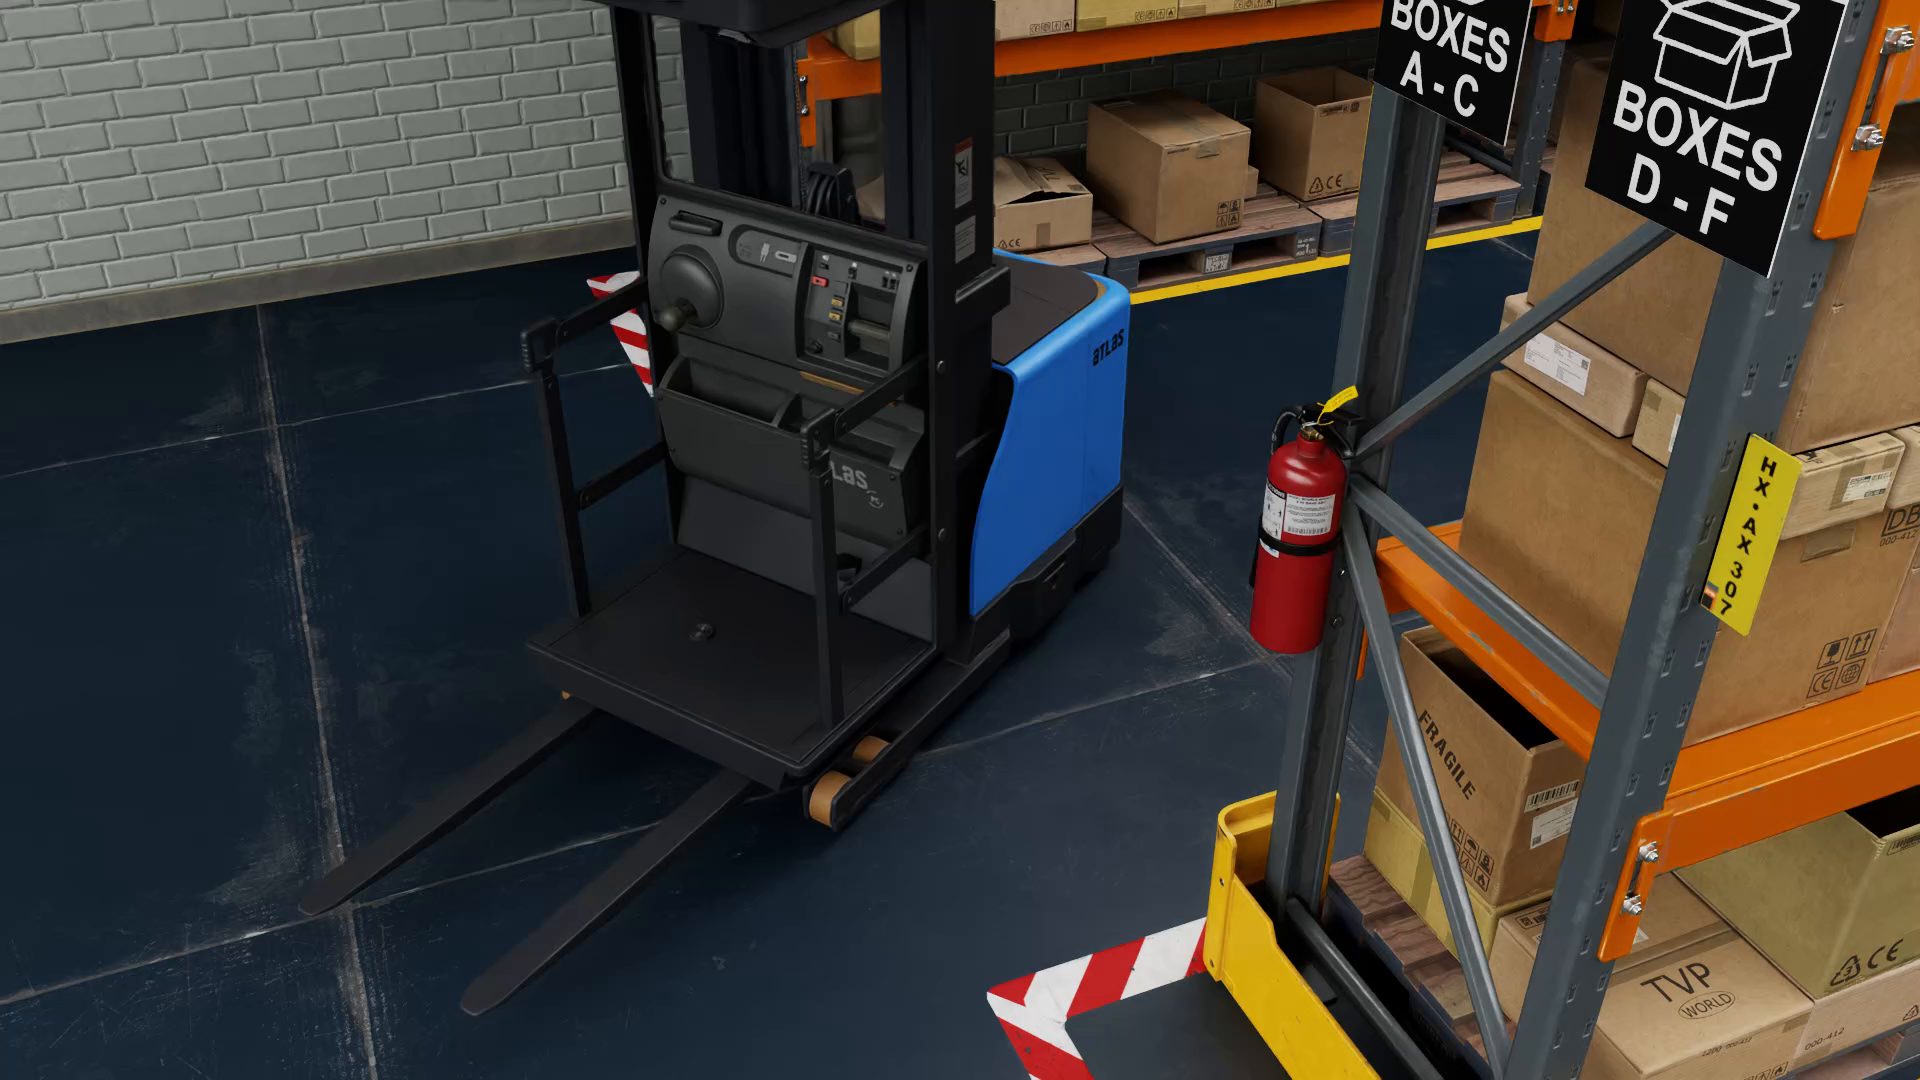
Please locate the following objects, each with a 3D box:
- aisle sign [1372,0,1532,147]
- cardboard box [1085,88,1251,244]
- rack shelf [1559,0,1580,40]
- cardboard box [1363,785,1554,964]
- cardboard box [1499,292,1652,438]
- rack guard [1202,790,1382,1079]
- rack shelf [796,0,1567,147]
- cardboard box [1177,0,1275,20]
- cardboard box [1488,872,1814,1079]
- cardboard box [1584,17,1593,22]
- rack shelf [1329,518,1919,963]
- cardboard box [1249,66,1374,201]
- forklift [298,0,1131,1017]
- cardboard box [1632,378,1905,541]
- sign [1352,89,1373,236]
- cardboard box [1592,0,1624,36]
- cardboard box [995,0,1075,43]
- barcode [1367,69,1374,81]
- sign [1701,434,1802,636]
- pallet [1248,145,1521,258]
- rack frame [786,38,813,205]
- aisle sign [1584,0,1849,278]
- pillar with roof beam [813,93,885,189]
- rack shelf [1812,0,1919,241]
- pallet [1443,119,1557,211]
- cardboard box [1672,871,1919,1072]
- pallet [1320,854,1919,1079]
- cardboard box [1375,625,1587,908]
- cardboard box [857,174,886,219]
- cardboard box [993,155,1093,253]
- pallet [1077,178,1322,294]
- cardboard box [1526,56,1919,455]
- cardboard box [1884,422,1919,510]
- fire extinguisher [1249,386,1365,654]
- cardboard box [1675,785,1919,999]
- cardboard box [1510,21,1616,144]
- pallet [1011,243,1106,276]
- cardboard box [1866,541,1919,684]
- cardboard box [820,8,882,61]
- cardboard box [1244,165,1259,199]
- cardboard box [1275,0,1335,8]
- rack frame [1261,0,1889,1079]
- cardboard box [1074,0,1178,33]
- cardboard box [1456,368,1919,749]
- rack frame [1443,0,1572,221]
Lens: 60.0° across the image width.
[{"bbox_3d":[0.870,-1.113,2.826,0.004,0.787,0.394,-13,35,-19],"label":"aisle sign"},{"bbox_3d":[1.017,-1.867,8.257,0.500,0.500,0.700,-15,36,-22],"label":"cardboard box"},{"bbox_3d":[4.655,-3.345,9.299,4.000,0.370,1.077,-13,35,-19],"label":"rack shelf"},{"bbox_3d":[1.424,0.826,4.367,0.500,0.250,0.500,-13,35,-19],"label":"cardboard box"},{"bbox_3d":[1.323,-0.379,3.396,0.250,0.149,0.380,-13,35,-20],"label":"cardboard box"},{"bbox_3d":[1.022,1.164,4.003,0.348,0.500,1.175,-13,35,-19],"label":"rack guard"},{"bbox_3d":[0.967,-2.500,8.002,4.000,0.370,1.077,-13,35,-19],"label":"rack shelf"},{"bbox_3d":[1.108,-2.595,7.607,0.500,0.250,0.500,-13,35,-19],"label":"cardboard box"},{"bbox_3d":[1.625,1.086,3.967,0.500,0.250,0.500,-13,35,-19],"label":"cardboard box"},{"bbox_3d":[3.940,-2.659,9.474,0.500,0.500,0.700,-14,35,-20],"label":"cardboard box"},{"bbox_3d":[2.888,-0.010,4.174,4.000,0.370,1.077,-13,35,-19],"label":"rack shelf"},{"bbox_3d":[1.870,-2.121,8.648,0.500,0.500,0.500,-16,36,-22],"label":"cardboard box"},{"bbox_3d":[-0.633,-0.670,4.592,1.130,2.935,3.031,20,38,27],"label":"forklift"},{"bbox_3d":[1.489,-0.177,3.086,0.250,0.149,0.380,-13,35,-19],"label":"cardboard box"},{"bbox_3d":[0.847,-0.750,3.373,0.005,0.325,0.100,-13,35,-19],"label":"sign"},{"bbox_3d":[3.888,-2.933,9.209,0.500,0.250,0.500,-14,35,-20],"label":"cardboard box"},{"bbox_3d":[0.169,-2.385,7.284,0.500,0.250,0.500,-14,36,-20],"label":"cardboard box"},{"bbox_3d":[2.220,-2.501,8.939,0.075,0.075,0.001,-13,35,-19],"label":"barcode"},{"bbox_3d":[1.253,-0.005,2.641,0.005,0.325,0.100,-13,35,-19],"label":"sign"},{"bbox_3d":[2.205,-1.895,8.970,1.213,0.211,1.003,-13,35,-19],"label":"pallet"},{"bbox_3d":[-0.877,-2.379,7.156,0.127,3.000,1.000,-13,35,-19],"label":"rack frame"},{"bbox_3d":[1.102,-0.811,2.362,0.004,0.787,0.394,-13,35,-19],"label":"aisle sign"},{"bbox_3d":[1.100,-3.312,3.089,0.400,9.000,9.100,-13,35,-19],"label":"pillar with roof beam"},{"bbox_3d":[2.888,-1.267,3.356,4.000,0.370,1.077,-13,35,-19],"label":"rack shelf"},{"bbox_3d":[3.528,-2.220,9.469,1.213,0.211,1.003,-13,35,-19],"label":"pallet"},{"bbox_3d":[2.084,0.979,4.132,0.500,0.250,0.500,-13,35,-19],"label":"cardboard box"},{"bbox_3d":[1.733,1.097,4.370,1.213,0.211,1.003,-13,35,-19],"label":"pallet"},{"bbox_3d":[1.423,0.510,4.164,0.500,0.500,0.500,-13,35,-19],"label":"cardboard box"},{"bbox_3d":[-0.204,-1.538,7.925,0.500,0.311,0.500,-17,37,-24],"label":"cardboard box"},{"bbox_3d":[0.321,-1.658,8.110,0.500,0.311,0.500,-10,34,-15],"label":"cardboard box"},{"bbox_3d":[1.079,-1.636,8.570,1.213,0.211,1.003,-13,35,-19],"label":"pallet"},{"bbox_3d":[1.528,-0.578,3.107,0.500,0.500,0.700,-13,35,-19],"label":"cardboard box"},{"bbox_3d":[1.732,-0.235,3.174,0.250,0.149,0.380,-14,36,-20],"label":"cardboard box"},{"bbox_3d":[0.755,-0.065,3.671,0.183,0.674,0.296,-13,35,-19],"label":"fire extinguisher"},{"bbox_3d":[2.085,0.665,3.926,0.500,0.500,0.500,-13,35,-19],"label":"cardboard box"},{"bbox_3d":[3.483,-2.524,9.268,0.500,0.500,0.700,-12,35,-17],"label":"cardboard box"},{"bbox_3d":[-0.044,-1.380,8.178,1.213,0.211,1.003,-13,35,-19],"label":"pallet"},{"bbox_3d":[1.962,-0.136,3.618,0.500,0.500,0.700,-12,35,-18],"label":"cardboard box"},{"bbox_3d":[-0.304,-2.268,7.105,0.500,0.250,0.500,-14,36,-20],"label":"cardboard box"},{"bbox_3d":[1.329,-1.886,8.608,0.250,0.149,0.380,-16,36,-23],"label":"cardboard box"},{"bbox_3d":[1.571,-2.702,7.771,0.500,0.250,0.500,-13,35,-19],"label":"cardboard box"},{"bbox_3d":[1.044,0.111,3.329,0.127,3.000,1.000,-13,35,-19],"label":"rack frame"},{"bbox_3d":[0.641,-2.490,7.445,0.500,0.250,0.500,-13,35,-20],"label":"cardboard box"},{"bbox_3d":[1.479,-0.023,3.444,0.500,0.500,0.700,-13,35,-19],"label":"cardboard box"},{"bbox_3d":[2.811,-3.224,8.454,0.127,3.000,1.000,-13,35,-19],"label":"rack frame"}]
